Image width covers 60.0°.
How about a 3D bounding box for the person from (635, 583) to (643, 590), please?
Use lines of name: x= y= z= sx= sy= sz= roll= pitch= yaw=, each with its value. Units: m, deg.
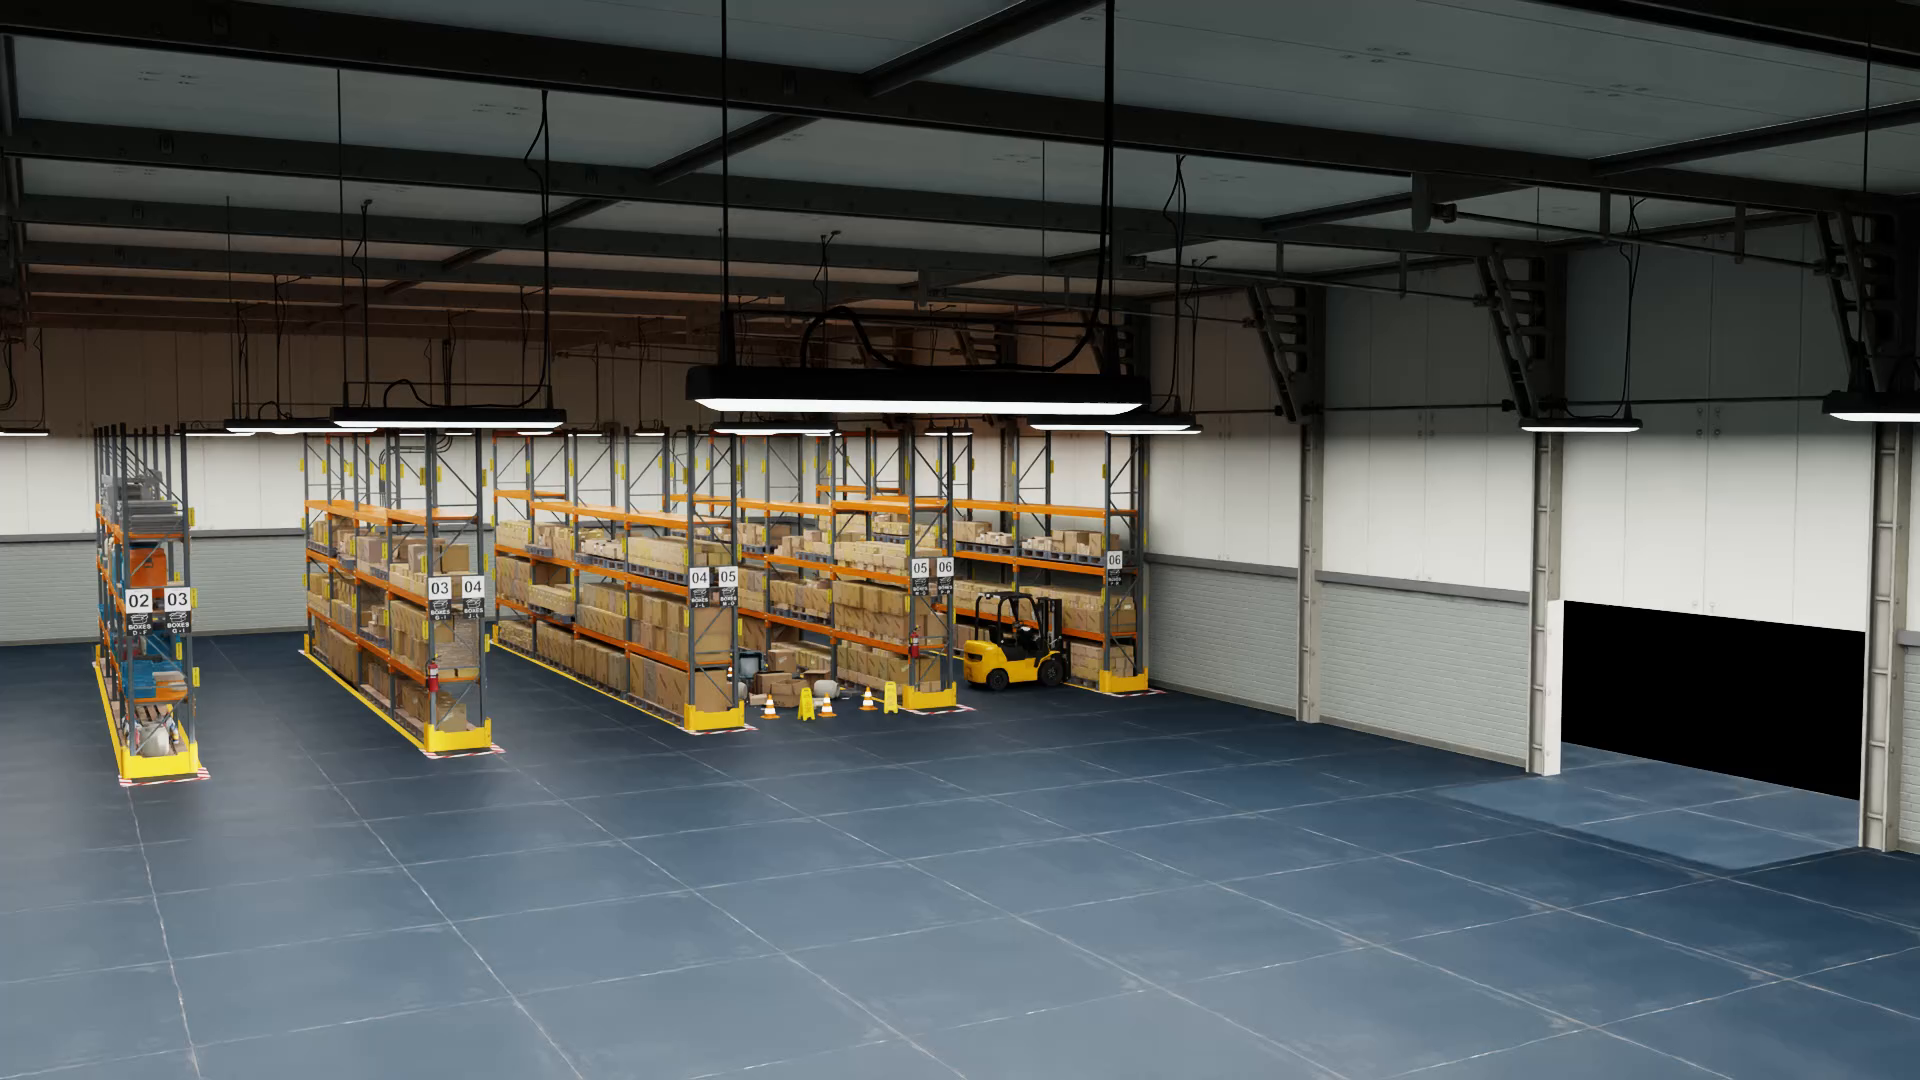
person: x=-9.179 y=2.005 z=47.349 sx=0.993 sy=1.684 sz=0.545 roll=0 pitch=3 yaw=-4
